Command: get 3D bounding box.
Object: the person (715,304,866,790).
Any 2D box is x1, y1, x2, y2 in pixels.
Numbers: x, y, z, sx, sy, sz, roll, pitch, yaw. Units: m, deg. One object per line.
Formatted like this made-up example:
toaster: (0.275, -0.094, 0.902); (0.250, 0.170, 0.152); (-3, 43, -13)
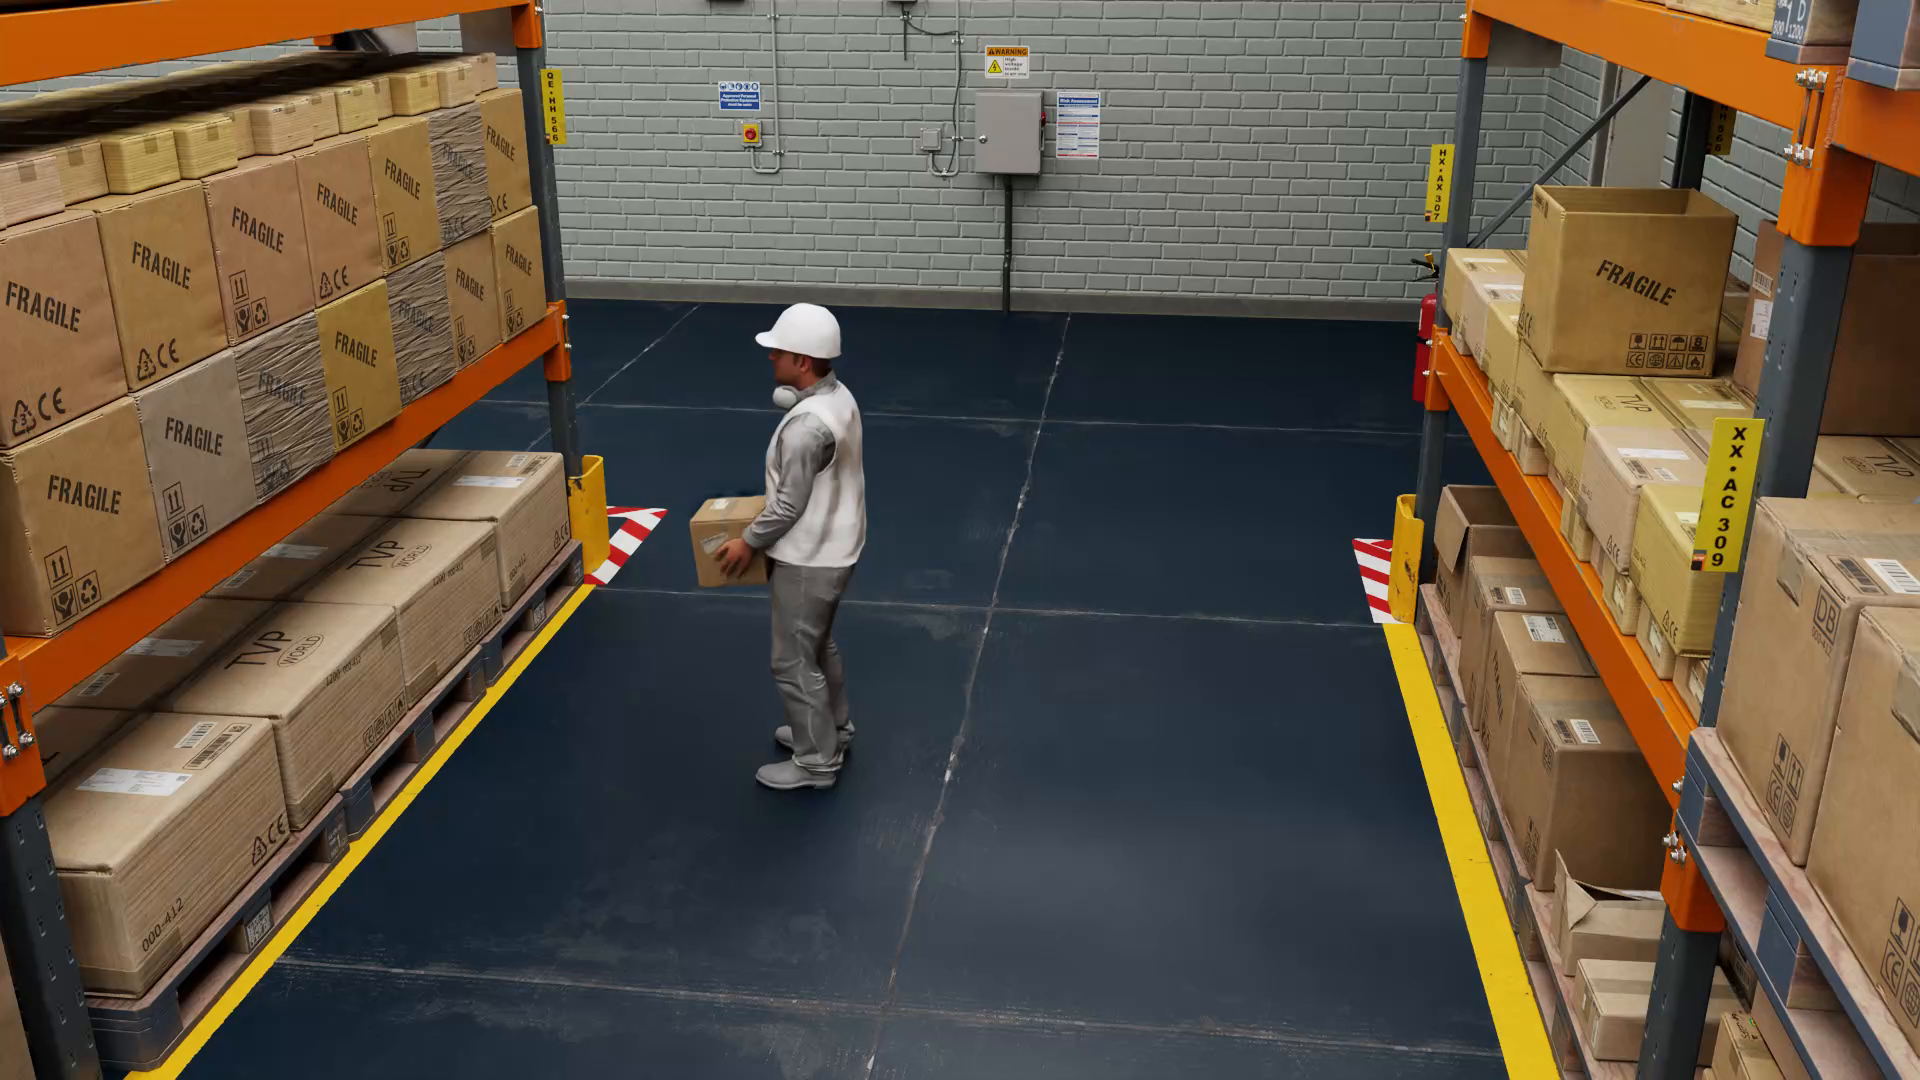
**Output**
person: (-0.593, 0.029, 5.962); (0.513, 1.778, 0.536); (2, 21, 6)
